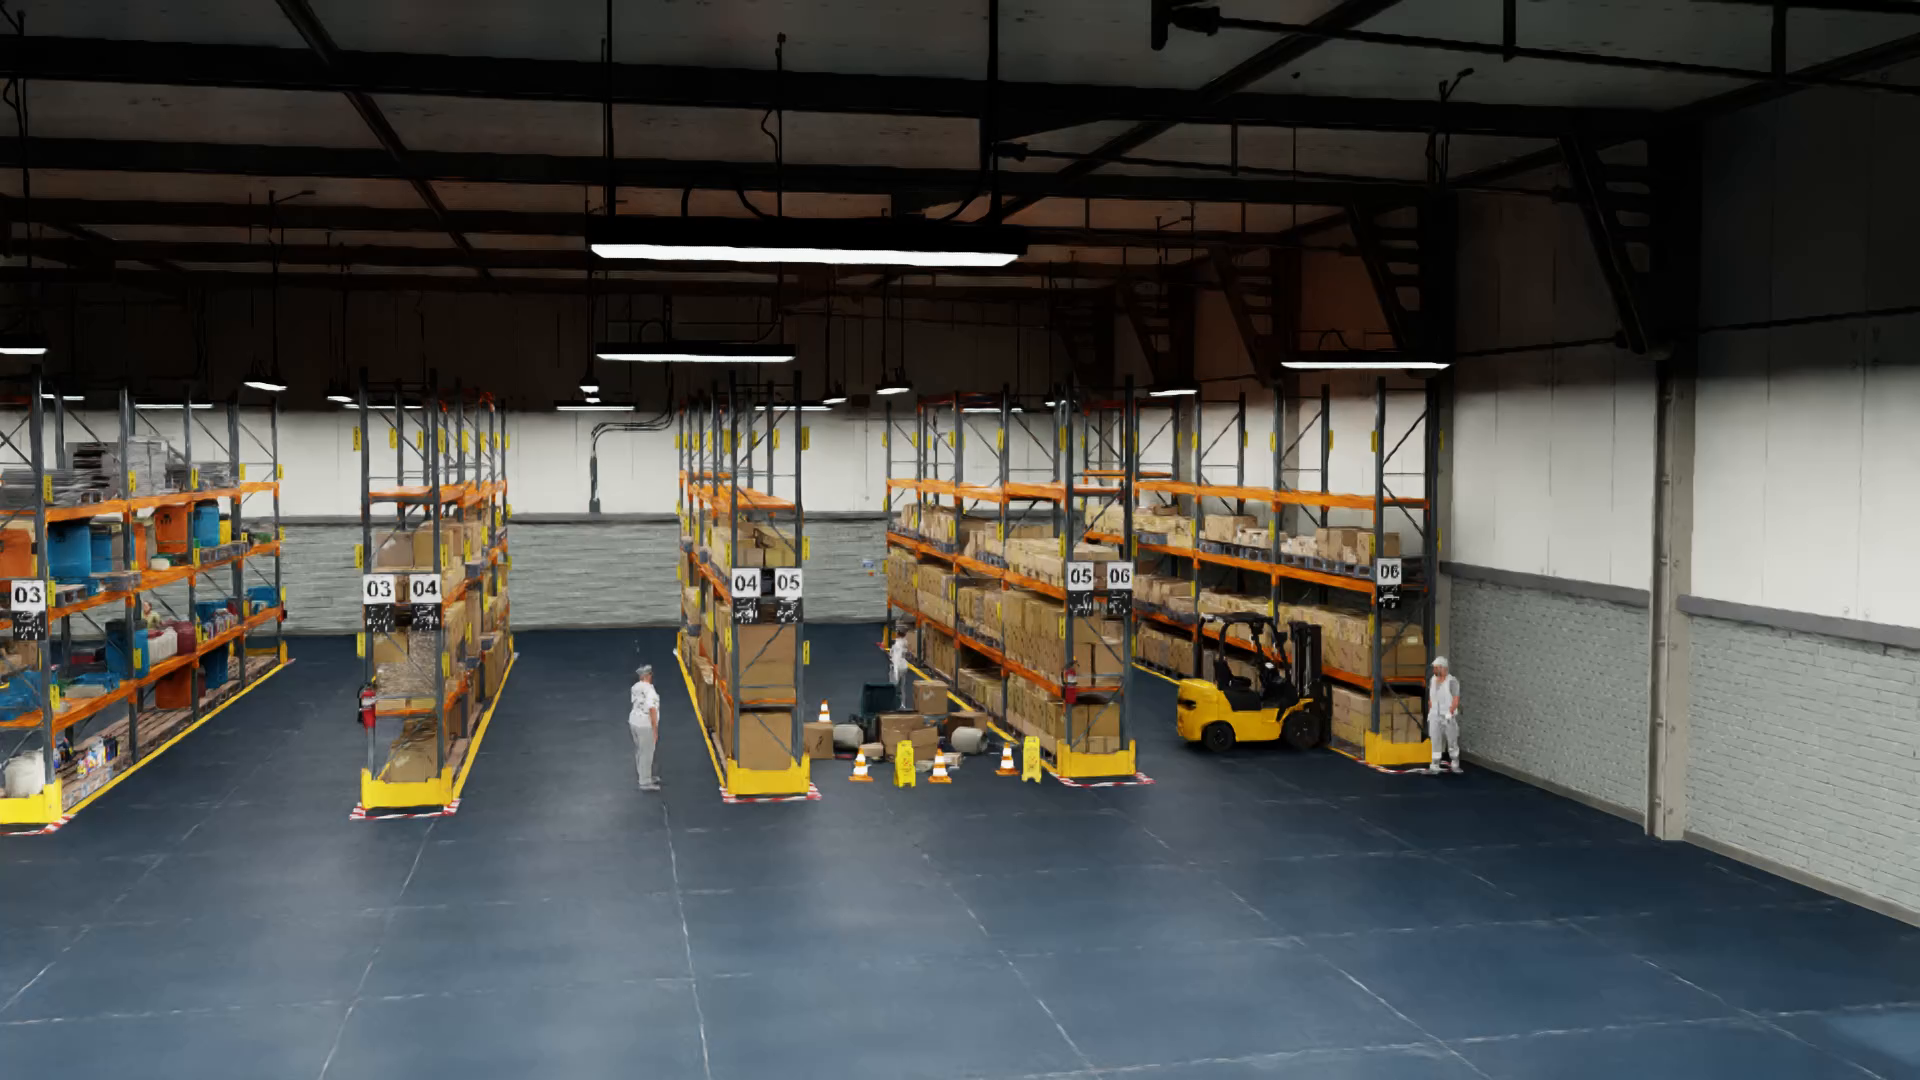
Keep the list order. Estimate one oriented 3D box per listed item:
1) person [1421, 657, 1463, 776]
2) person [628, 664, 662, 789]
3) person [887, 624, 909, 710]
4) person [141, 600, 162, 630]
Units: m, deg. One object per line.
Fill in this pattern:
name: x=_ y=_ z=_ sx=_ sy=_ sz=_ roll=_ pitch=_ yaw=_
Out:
person: x=7.241 y=2.634 z=24.908 sx=0.555 sy=1.787 sz=0.660 roll=3 pitch=5 yaw=44
person: x=-4.513 y=2.684 z=24.044 sx=0.516 sy=1.770 sz=0.693 roll=-3 pitch=5 yaw=-42
person: x=-1.145 y=2.380 z=30.044 sx=0.382 sy=1.692 sz=0.589 roll=1 pitch=4 yaw=20
person: x=-17.370 y=2.082 z=35.613 sx=0.603 sy=1.602 sz=0.795 roll=-1 pitch=4 yaw=-17
